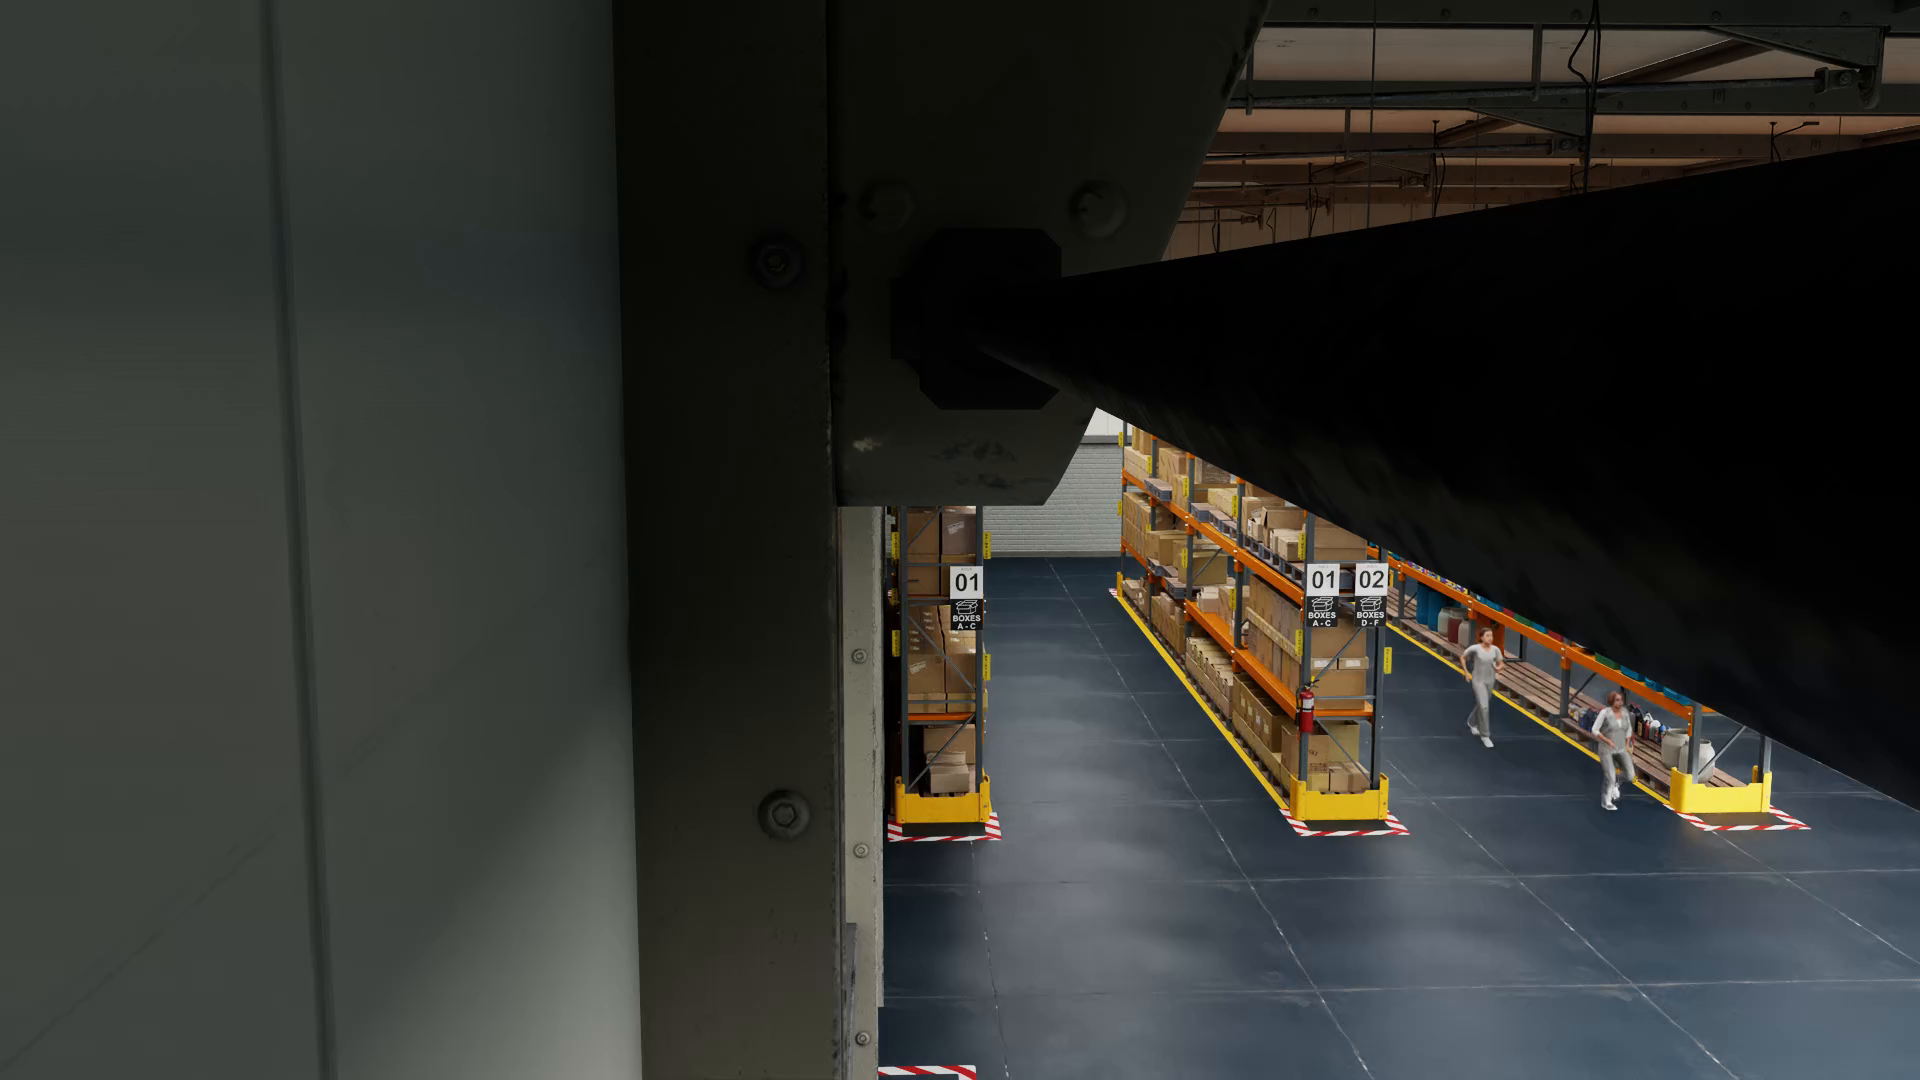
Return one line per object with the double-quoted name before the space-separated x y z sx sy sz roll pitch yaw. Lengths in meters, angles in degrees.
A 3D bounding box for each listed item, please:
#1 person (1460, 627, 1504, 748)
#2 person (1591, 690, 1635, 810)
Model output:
"person" 7.614 2.092 24.194 0.568 1.680 0.882 -2 8 -13
"person" 8.216 2.651 20.873 0.565 1.541 0.526 -1 8 -6
